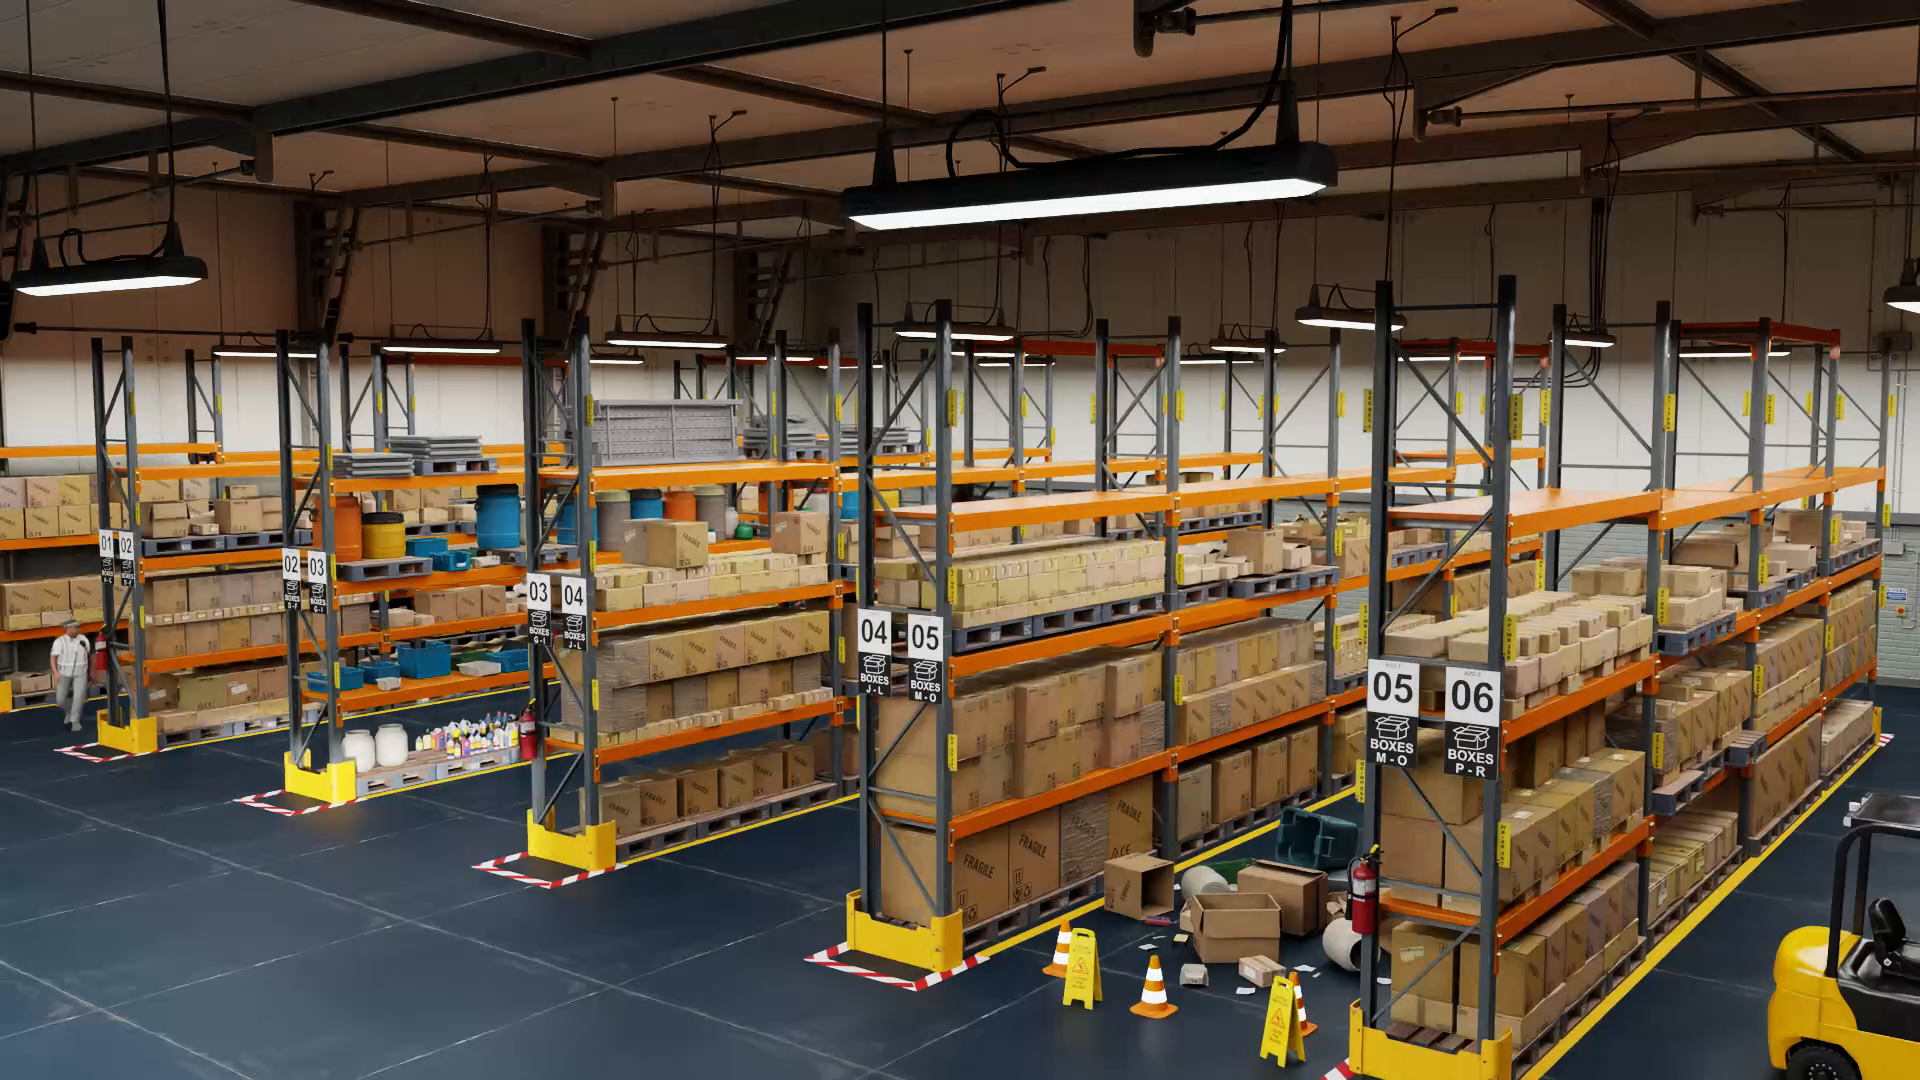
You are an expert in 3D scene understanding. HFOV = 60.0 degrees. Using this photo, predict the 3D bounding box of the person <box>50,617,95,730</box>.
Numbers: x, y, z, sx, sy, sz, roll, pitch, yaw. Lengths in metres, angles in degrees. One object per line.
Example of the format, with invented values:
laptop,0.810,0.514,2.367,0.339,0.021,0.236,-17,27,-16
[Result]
person,-13.790,2.068,25.843,0.591,1.728,0.746,-2,6,-26

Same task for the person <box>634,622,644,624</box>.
person,-5.460,1.794,28.548,0.624,1.784,0.613,-1,5,-15

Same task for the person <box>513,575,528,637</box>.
person,-8.700,1.435,33.129,0.550,1.677,0.741,-1,5,-7
